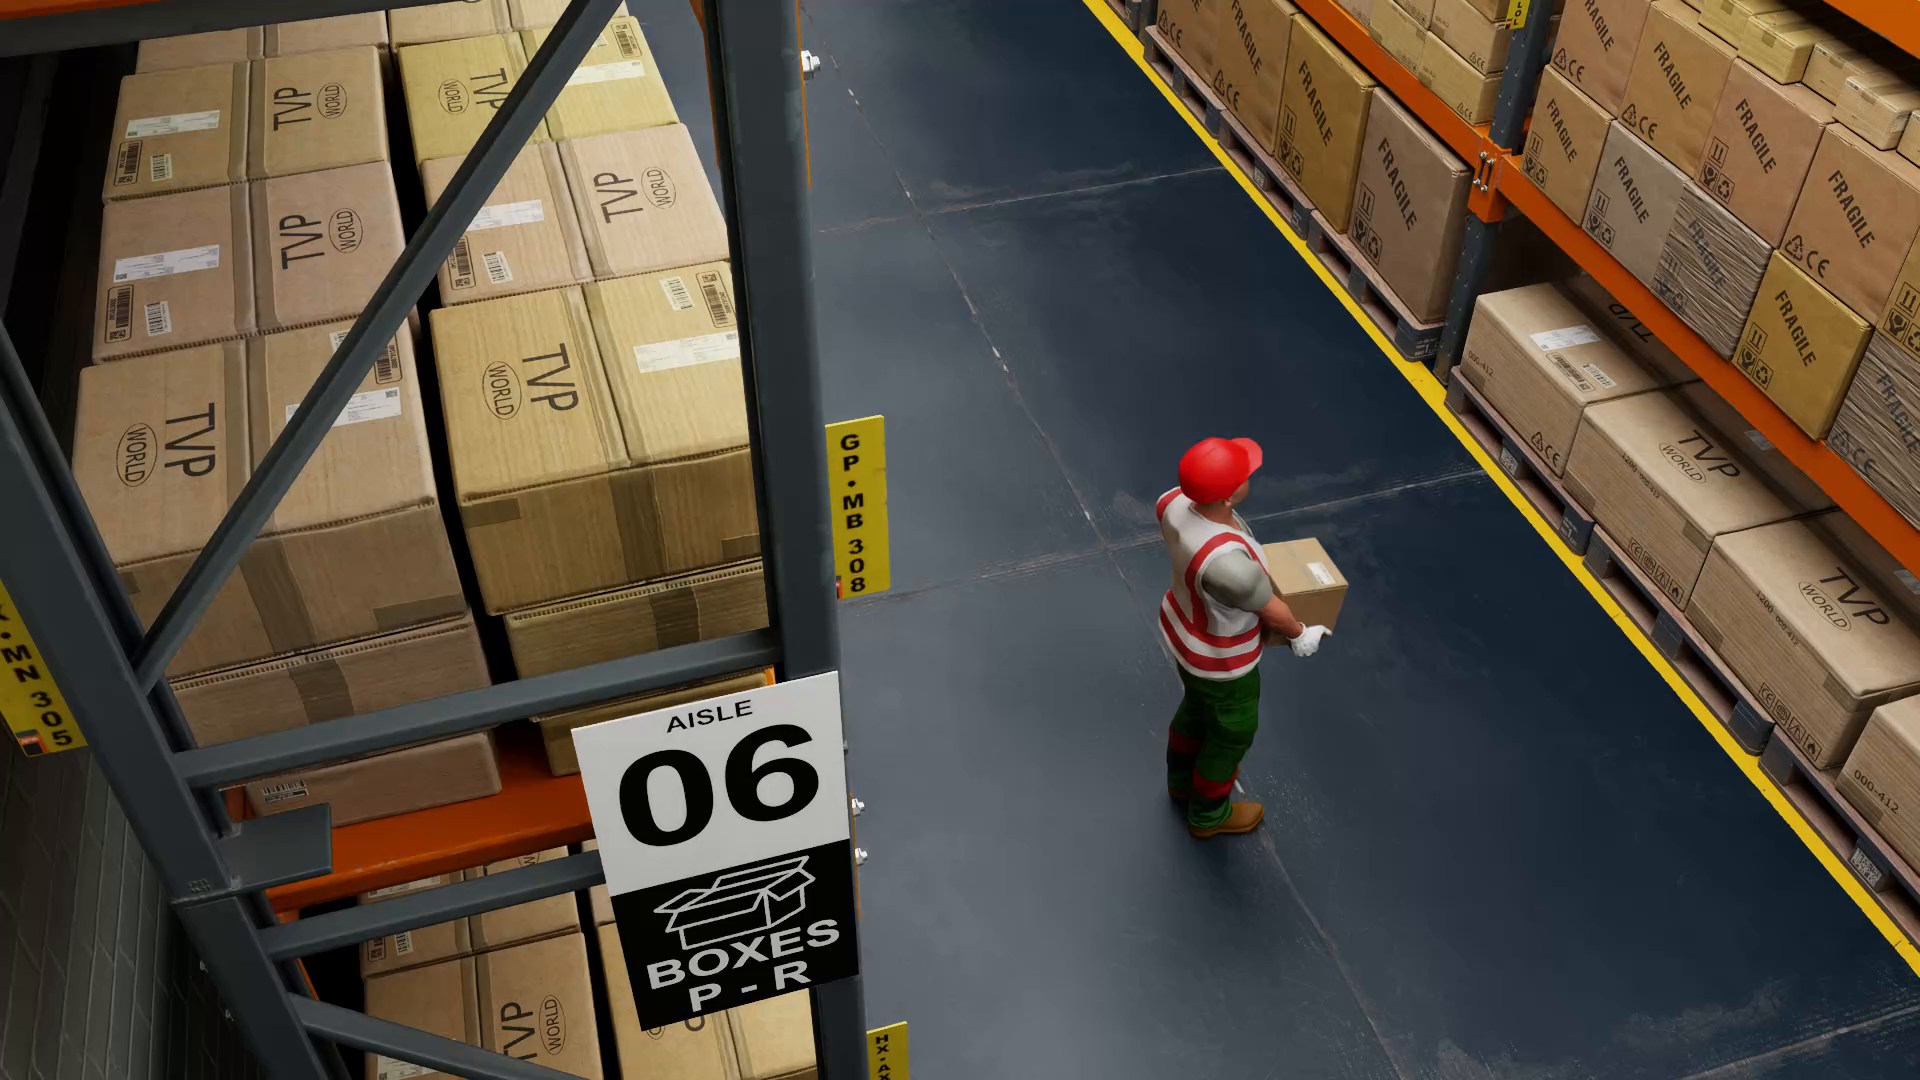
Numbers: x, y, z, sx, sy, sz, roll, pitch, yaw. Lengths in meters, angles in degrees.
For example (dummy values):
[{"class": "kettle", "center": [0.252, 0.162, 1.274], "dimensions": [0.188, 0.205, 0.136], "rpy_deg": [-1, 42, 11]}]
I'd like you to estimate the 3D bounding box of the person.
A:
[{"class": "person", "center": [0.958, 0.333, 5.775], "dimensions": [0.564, 1.782, 0.494], "rpy_deg": [-12, 43, -13]}]
